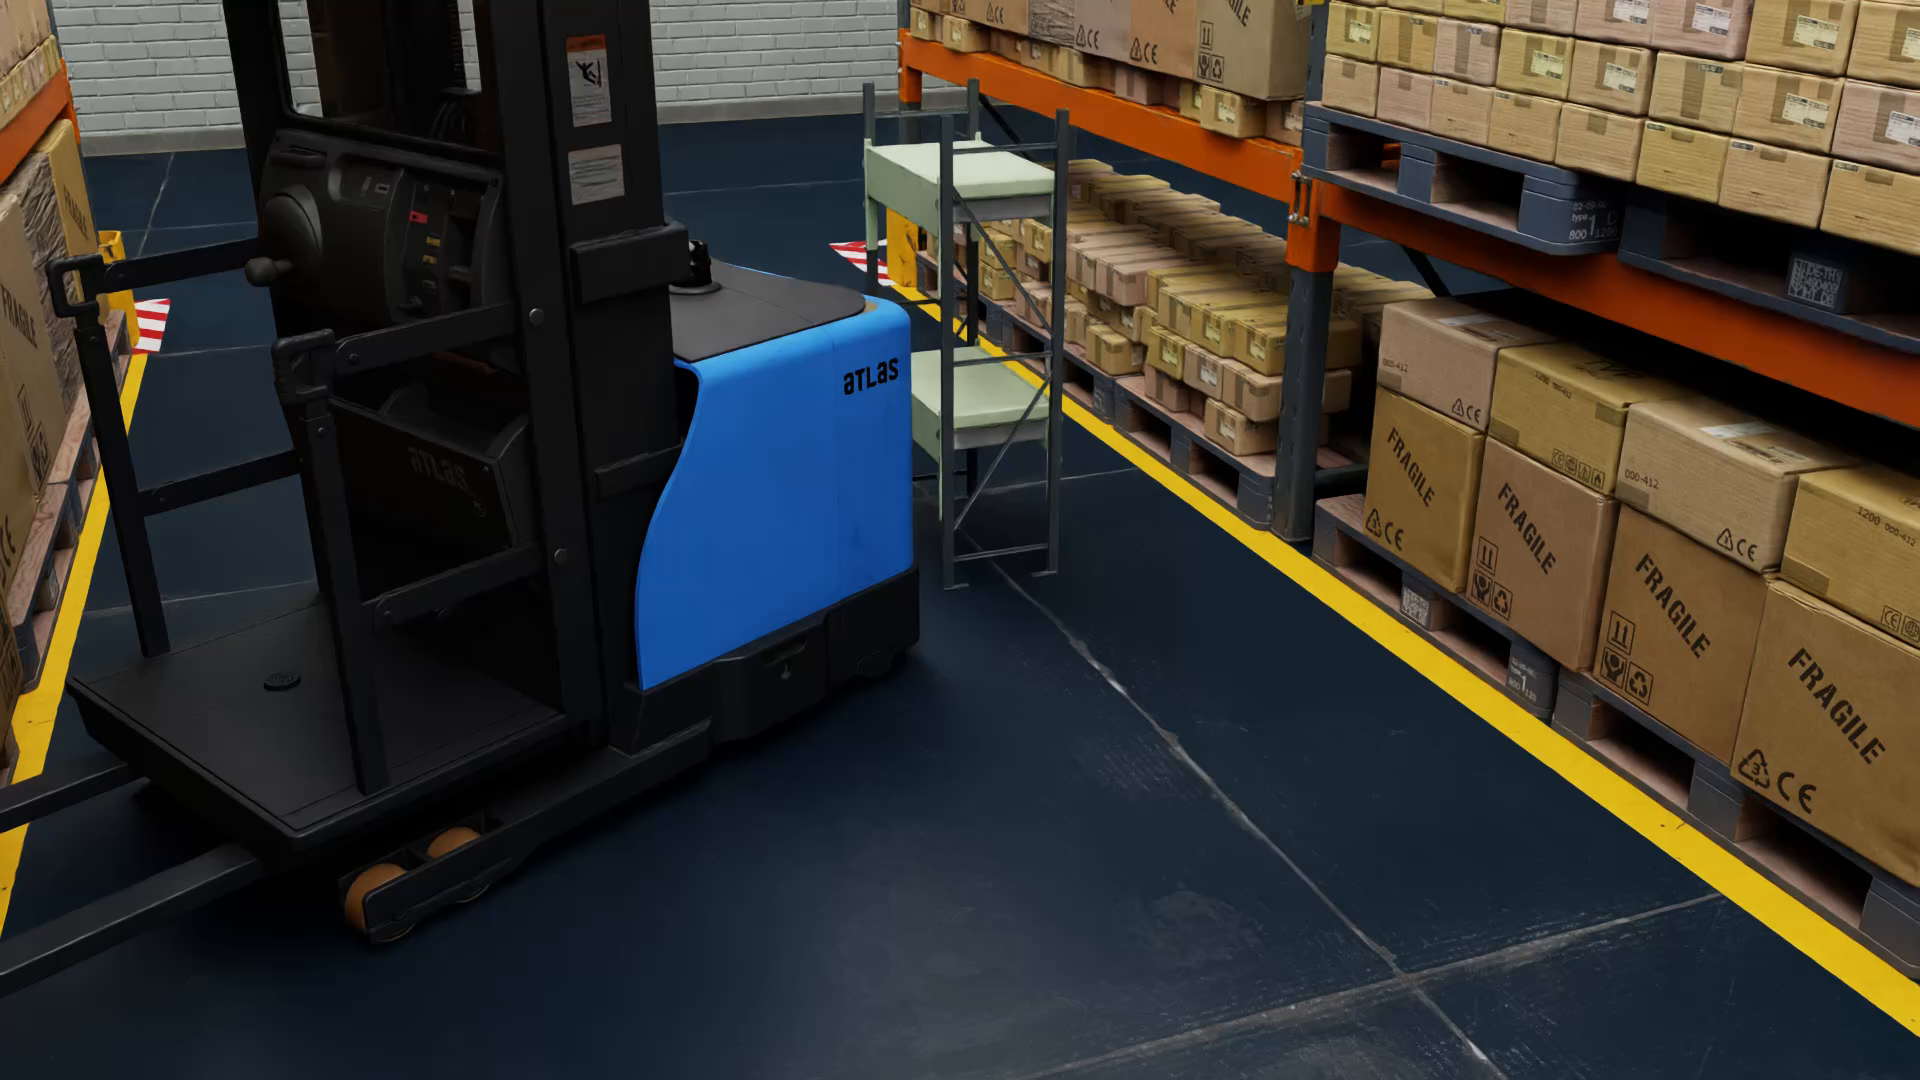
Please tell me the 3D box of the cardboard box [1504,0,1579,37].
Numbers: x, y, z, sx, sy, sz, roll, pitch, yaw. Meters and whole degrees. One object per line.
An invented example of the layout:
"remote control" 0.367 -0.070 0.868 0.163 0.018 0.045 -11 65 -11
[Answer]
"cardboard box" 1.559 -1.316 4.027 0.380 0.149 0.250 -9 24 -20

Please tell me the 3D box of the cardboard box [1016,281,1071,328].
"cardboard box" 0.481 -1.091 7.607 0.380 0.149 0.250 -10 25 -22

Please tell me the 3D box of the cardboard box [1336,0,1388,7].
"cardboard box" 1.280 -1.601 4.703 0.380 0.149 0.250 -7 24 -16

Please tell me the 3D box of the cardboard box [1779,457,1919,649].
"cardboard box" 2.144 0.029 3.530 0.500 0.250 0.500 -8 24 -18

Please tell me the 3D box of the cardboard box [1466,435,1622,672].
"cardboard box" 1.773 0.000 4.566 0.500 0.500 0.500 -7 24 -17

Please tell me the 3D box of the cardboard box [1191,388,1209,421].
"cardboard box" 1.101 -0.537 6.291 0.380 0.149 0.250 -8 24 -18

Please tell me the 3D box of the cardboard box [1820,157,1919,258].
"cardboard box" 1.932 -0.663 3.243 0.380 0.149 0.250 -8 24 -17

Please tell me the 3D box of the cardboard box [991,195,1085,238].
"cardboard box" 0.370 -1.554 7.939 0.380 0.149 0.250 -10 25 -22

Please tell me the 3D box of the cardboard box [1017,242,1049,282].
"cardboard box" 0.488 -1.325 7.777 0.380 0.149 0.250 -10 25 -22

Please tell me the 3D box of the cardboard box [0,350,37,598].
"cardboard box" -3.263 -0.277 4.740 0.875 0.875 0.875 -8 24 -19

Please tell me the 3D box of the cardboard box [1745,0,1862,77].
"cardboard box" 1.837 -1.034 3.358 0.380 0.149 0.250 -8 24 -17

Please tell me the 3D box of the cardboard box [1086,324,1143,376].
"cardboard box" 0.749 -0.807 6.932 0.380 0.149 0.250 -8 24 -19

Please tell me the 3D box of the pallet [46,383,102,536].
"pallet" -3.734 -0.258 6.089 1.003 0.211 1.213 -8 24 -19

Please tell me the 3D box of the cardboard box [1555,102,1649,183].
"cardboard box" 1.647 -0.952 3.929 0.380 0.149 0.250 -9 25 -21

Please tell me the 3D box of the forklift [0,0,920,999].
"forklift" -1.458 -0.689 3.611 1.130 2.935 3.031 18 29 37

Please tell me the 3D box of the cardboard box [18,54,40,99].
"cardboard box" -3.815 -1.788 6.454 0.380 0.149 0.250 -8 24 -18

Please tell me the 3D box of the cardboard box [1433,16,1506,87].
"cardboard box" 1.465 -1.276 4.316 0.380 0.149 0.250 -8 24 -18

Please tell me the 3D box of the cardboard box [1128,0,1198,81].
"cardboard box" 0.954 -1.964 6.037 0.500 0.500 0.500 -9 24 -20

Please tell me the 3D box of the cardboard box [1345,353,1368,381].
"cardboard box" 1.570 -0.727 6.361 0.380 0.149 0.250 -8 24 -19

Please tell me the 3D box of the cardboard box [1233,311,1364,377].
"cardboard box" 1.202 -0.703 5.919 0.380 0.149 0.250 -8 24 -17

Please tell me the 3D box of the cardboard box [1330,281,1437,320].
"cardboard box" 1.602 -0.871 6.319 0.380 0.149 0.250 -7 24 -16

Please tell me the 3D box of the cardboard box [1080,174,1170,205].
"cardboard box" 0.828 -1.729 8.355 0.380 0.149 0.250 -9 24 -20

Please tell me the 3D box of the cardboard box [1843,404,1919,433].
"cardboard box" 2.440 -0.228 4.141 0.500 0.250 0.500 -9 25 -21

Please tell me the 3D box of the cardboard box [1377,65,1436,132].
"cardboard box" 1.384 -1.227 4.582 0.380 0.149 0.250 -8 24 -18

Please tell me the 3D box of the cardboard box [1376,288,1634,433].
"cardboard box" 1.586 -0.538 4.876 0.500 0.250 0.500 -9 25 -21

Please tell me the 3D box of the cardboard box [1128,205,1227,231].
"cardboard box" 0.997 -1.426 7.634 0.380 0.149 0.250 -9 25 -21

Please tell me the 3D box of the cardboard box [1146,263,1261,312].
"cardboard box" 0.962 -0.985 6.588 0.380 0.149 0.250 -8 24 -17

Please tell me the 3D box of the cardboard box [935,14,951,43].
"cardboard box" 0.095 -2.544 8.246 0.380 0.149 0.250 -7 24 -17

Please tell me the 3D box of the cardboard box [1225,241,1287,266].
"cardboard box" 1.340 -1.152 6.984 0.380 0.149 0.250 -8 24 -18

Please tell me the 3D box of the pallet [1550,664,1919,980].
"pallet" 2.283 0.556 4.158 1.003 0.211 1.213 -8 24 -19

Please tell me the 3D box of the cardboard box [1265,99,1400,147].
"cardboard box" 1.252 -1.411 5.560 0.380 0.149 0.250 -9 24 -20

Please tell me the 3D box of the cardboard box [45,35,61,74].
"cardboard box" -4.083 -2.065 7.111 0.380 0.149 0.250 -8 24 -18

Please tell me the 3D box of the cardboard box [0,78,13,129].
"cardboard box" -3.544 -1.510 5.793 0.380 0.149 0.250 -8 24 -18

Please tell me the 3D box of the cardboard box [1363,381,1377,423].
"cardboard box" 1.744 -0.512 6.232 0.380 0.149 0.250 -9 25 -21

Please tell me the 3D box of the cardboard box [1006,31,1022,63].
"cardboard box" 0.433 -2.261 7.576 0.380 0.149 0.250 -9 24 -20

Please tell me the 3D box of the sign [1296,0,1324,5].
"sign" 1.067 -1.777 4.990 0.100 0.325 0.005 -8 24 -19

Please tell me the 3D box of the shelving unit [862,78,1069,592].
"shelving unit" 0.002 -0.689 5.453 0.431 1.500 0.755 -8 24 -19

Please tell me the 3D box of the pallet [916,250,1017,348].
"pallet" 0.439 -1.296 8.553 1.003 0.211 1.213 -8 24 -19

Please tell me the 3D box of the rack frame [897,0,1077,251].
"rack frame" 0.159 -2.909 8.789 1.000 3.000 0.127 -8 24 -19

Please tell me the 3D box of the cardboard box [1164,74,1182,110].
"cardboard box" 0.993 -1.698 6.241 0.380 0.149 0.250 -9 24 -20

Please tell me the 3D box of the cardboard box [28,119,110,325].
"cardboard box" -4.216 -1.258 7.067 0.875 0.875 0.875 -8 24 -19

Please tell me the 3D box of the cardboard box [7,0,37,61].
"cardboard box" -3.919 -2.009 6.464 0.500 0.250 0.500 -9 24 -20

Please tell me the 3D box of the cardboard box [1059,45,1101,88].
"cardboard box" 0.632 -1.969 6.884 0.380 0.149 0.250 -8 24 -18

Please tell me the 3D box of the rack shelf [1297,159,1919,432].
"rack shelf" 2.278 -0.397 3.756 1.077 0.370 4.000 -8 24 -19

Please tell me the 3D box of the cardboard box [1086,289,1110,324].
"cardboard box" 0.764 -1.029 7.077 0.380 0.149 0.250 -10 25 -21

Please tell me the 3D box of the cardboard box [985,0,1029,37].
"cardboard box" 0.433 -2.520 7.356 0.500 0.500 0.500 -8 24 -18

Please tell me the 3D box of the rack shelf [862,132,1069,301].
"rack shelf" 0.002 -1.048 5.301 0.431 0.370 0.720 -8 24 -19

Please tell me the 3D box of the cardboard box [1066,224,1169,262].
"cardboard box" 0.688 -1.272 7.270 0.380 0.149 0.250 -8 24 -19

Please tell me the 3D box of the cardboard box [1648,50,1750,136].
"cardboard box" 1.749 -0.988 3.632 0.380 0.149 0.250 -9 24 -20

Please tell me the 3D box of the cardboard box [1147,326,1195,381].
"cardboard box" 0.945 -0.735 6.378 0.380 0.149 0.250 -9 25 -21

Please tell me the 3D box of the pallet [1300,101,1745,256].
"pallet" 1.706 -1.069 4.672 1.003 0.211 1.213 -8 24 -19
